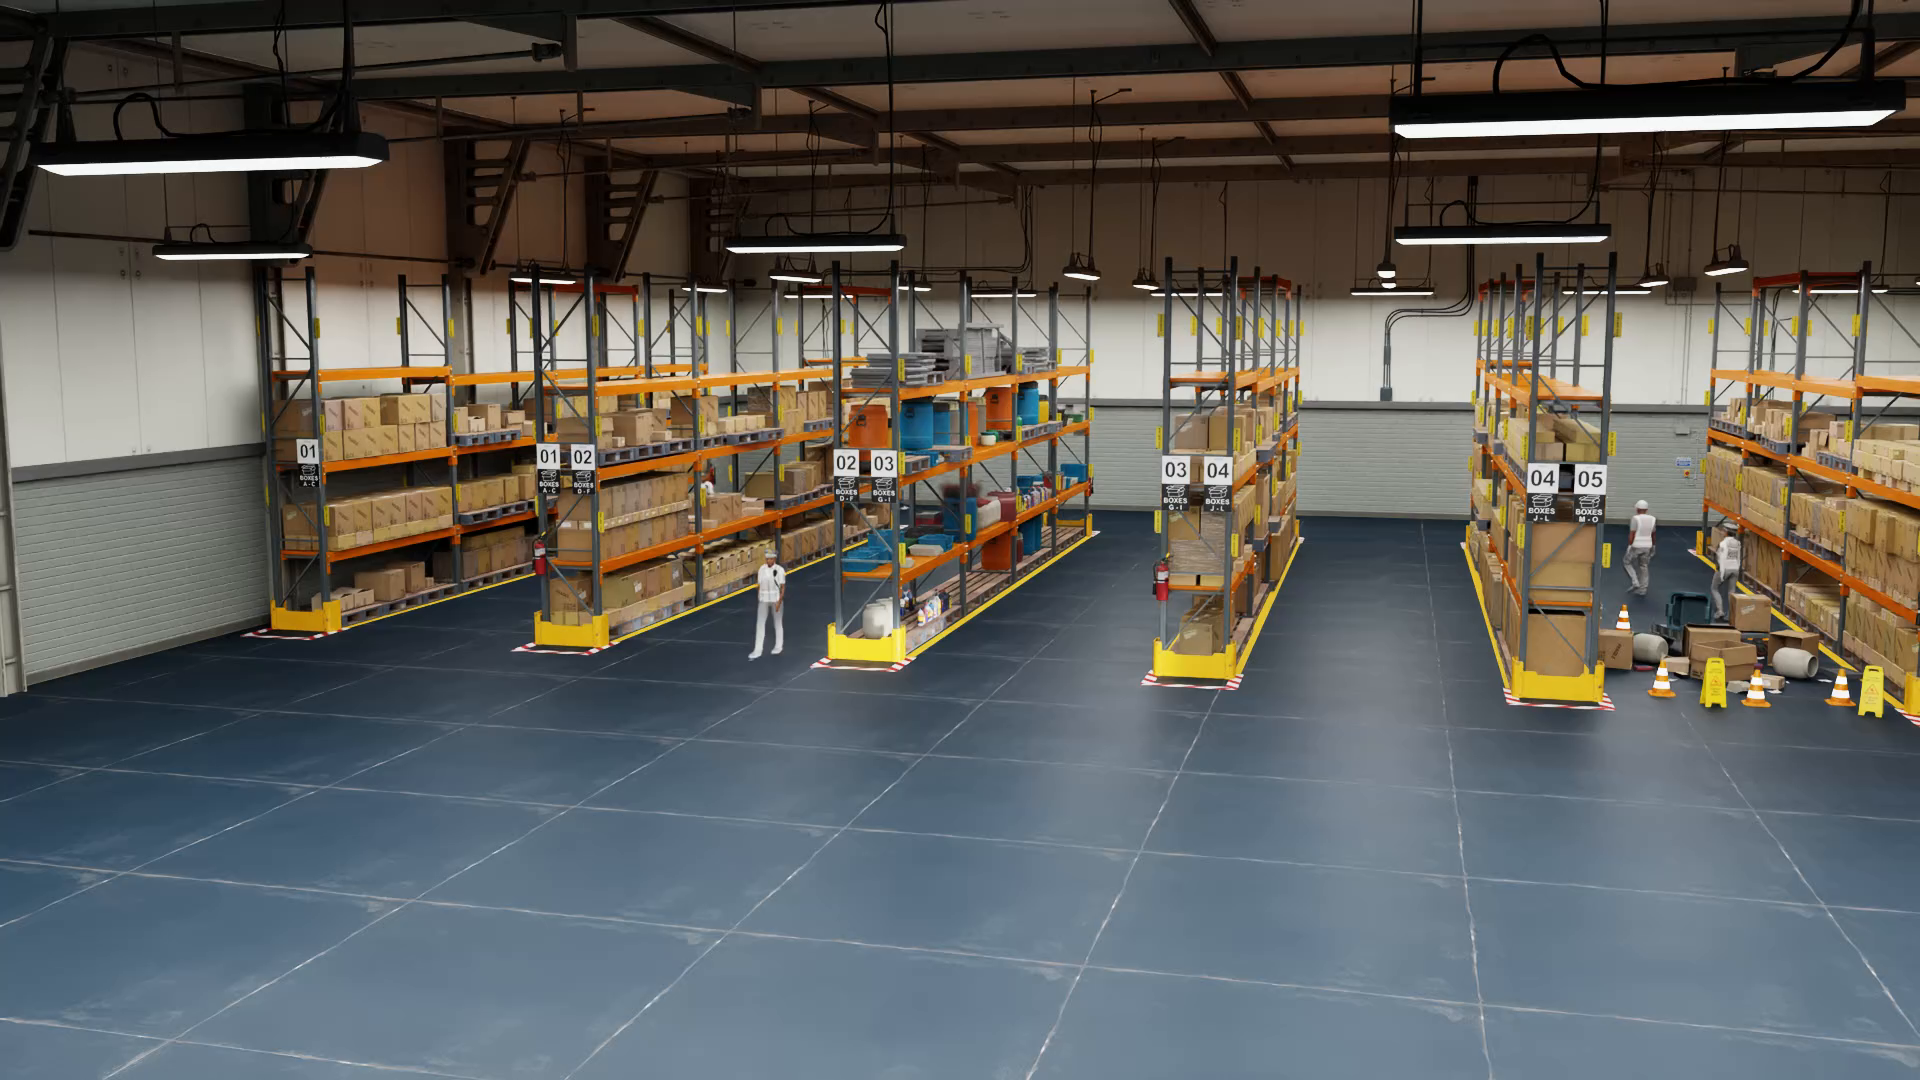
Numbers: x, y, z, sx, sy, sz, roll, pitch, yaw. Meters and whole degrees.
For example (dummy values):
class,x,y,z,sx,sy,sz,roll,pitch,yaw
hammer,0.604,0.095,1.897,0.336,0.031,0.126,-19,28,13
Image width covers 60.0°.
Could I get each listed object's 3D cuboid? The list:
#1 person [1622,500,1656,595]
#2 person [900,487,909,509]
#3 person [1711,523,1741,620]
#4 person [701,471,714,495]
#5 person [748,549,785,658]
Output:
class,x,y,z,sx,sy,sz,roll,pitch,yaw
person,12.847,0.143,31.367,0.609,1.786,0.463,-2,7,-13
person,-1.769,-1.642,46.288,0.971,1.535,0.413,4,8,31
person,13.200,0.557,28.527,0.489,1.683,0.496,-1,7,-8
person,-6.112,-0.856,39.695,0.558,1.615,1.034,2,7,12
person,-2.924,0.956,25.360,0.510,1.647,0.866,0,7,4
